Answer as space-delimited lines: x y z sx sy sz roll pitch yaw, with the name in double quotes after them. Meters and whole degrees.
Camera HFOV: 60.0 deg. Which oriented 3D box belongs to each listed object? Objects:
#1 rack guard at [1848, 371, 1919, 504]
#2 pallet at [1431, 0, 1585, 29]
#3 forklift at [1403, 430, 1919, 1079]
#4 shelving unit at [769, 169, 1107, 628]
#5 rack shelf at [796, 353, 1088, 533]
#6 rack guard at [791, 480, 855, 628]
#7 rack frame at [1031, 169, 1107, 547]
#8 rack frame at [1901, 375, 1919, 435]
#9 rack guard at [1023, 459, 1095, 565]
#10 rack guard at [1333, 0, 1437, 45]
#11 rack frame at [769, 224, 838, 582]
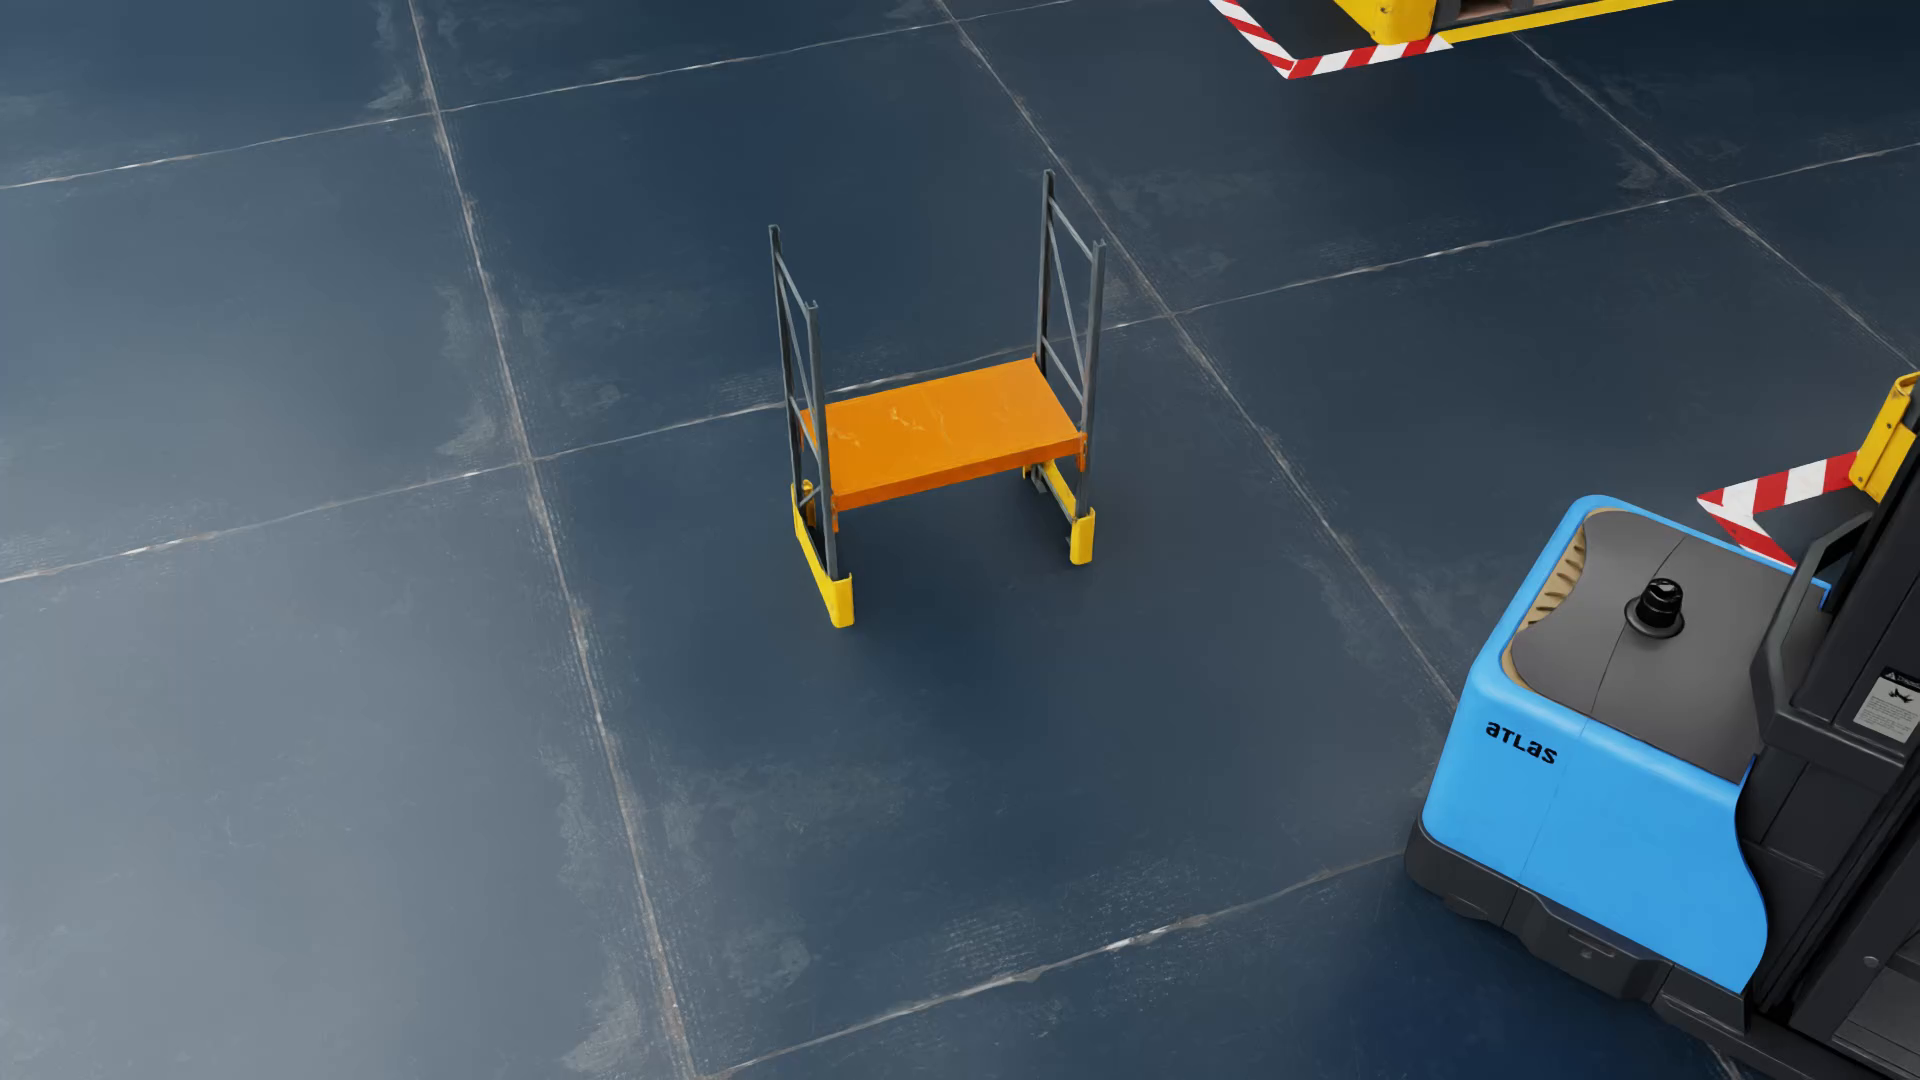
4.090 -0.116 6.513 0.348 0.500 1.175 -14 47 -14 "rack guard"
3.158 -3.537 10.126 1.213 0.211 1.003 -14 47 -14 "pallet"
2.988 0.426 4.257 3.031 2.935 1.130 26 51 24 "forklift"
-0.072 -0.511 6.201 1.083 1.500 0.587 -14 47 -14 "shelving unit"
-0.080 -0.382 6.326 1.000 0.185 0.538 -14 47 -14 "rack shelf"
-0.540 0.050 6.524 0.087 0.250 0.587 -14 47 -14 "rack guard"
0.398 -0.631 6.320 0.032 1.500 0.500 -14 47 -14 "rack frame"
4.018 -0.981 5.609 0.127 3.000 1.000 -14 47 -14 "rack frame"
0.397 -0.190 6.763 0.087 0.250 0.587 -14 47 -14 "rack guard"
2.392 -3.447 9.833 0.348 0.500 1.175 -14 47 -14 "rack guard"
-0.558 -0.387 6.076 0.032 1.500 0.500 -14 47 -14 "rack frame"
